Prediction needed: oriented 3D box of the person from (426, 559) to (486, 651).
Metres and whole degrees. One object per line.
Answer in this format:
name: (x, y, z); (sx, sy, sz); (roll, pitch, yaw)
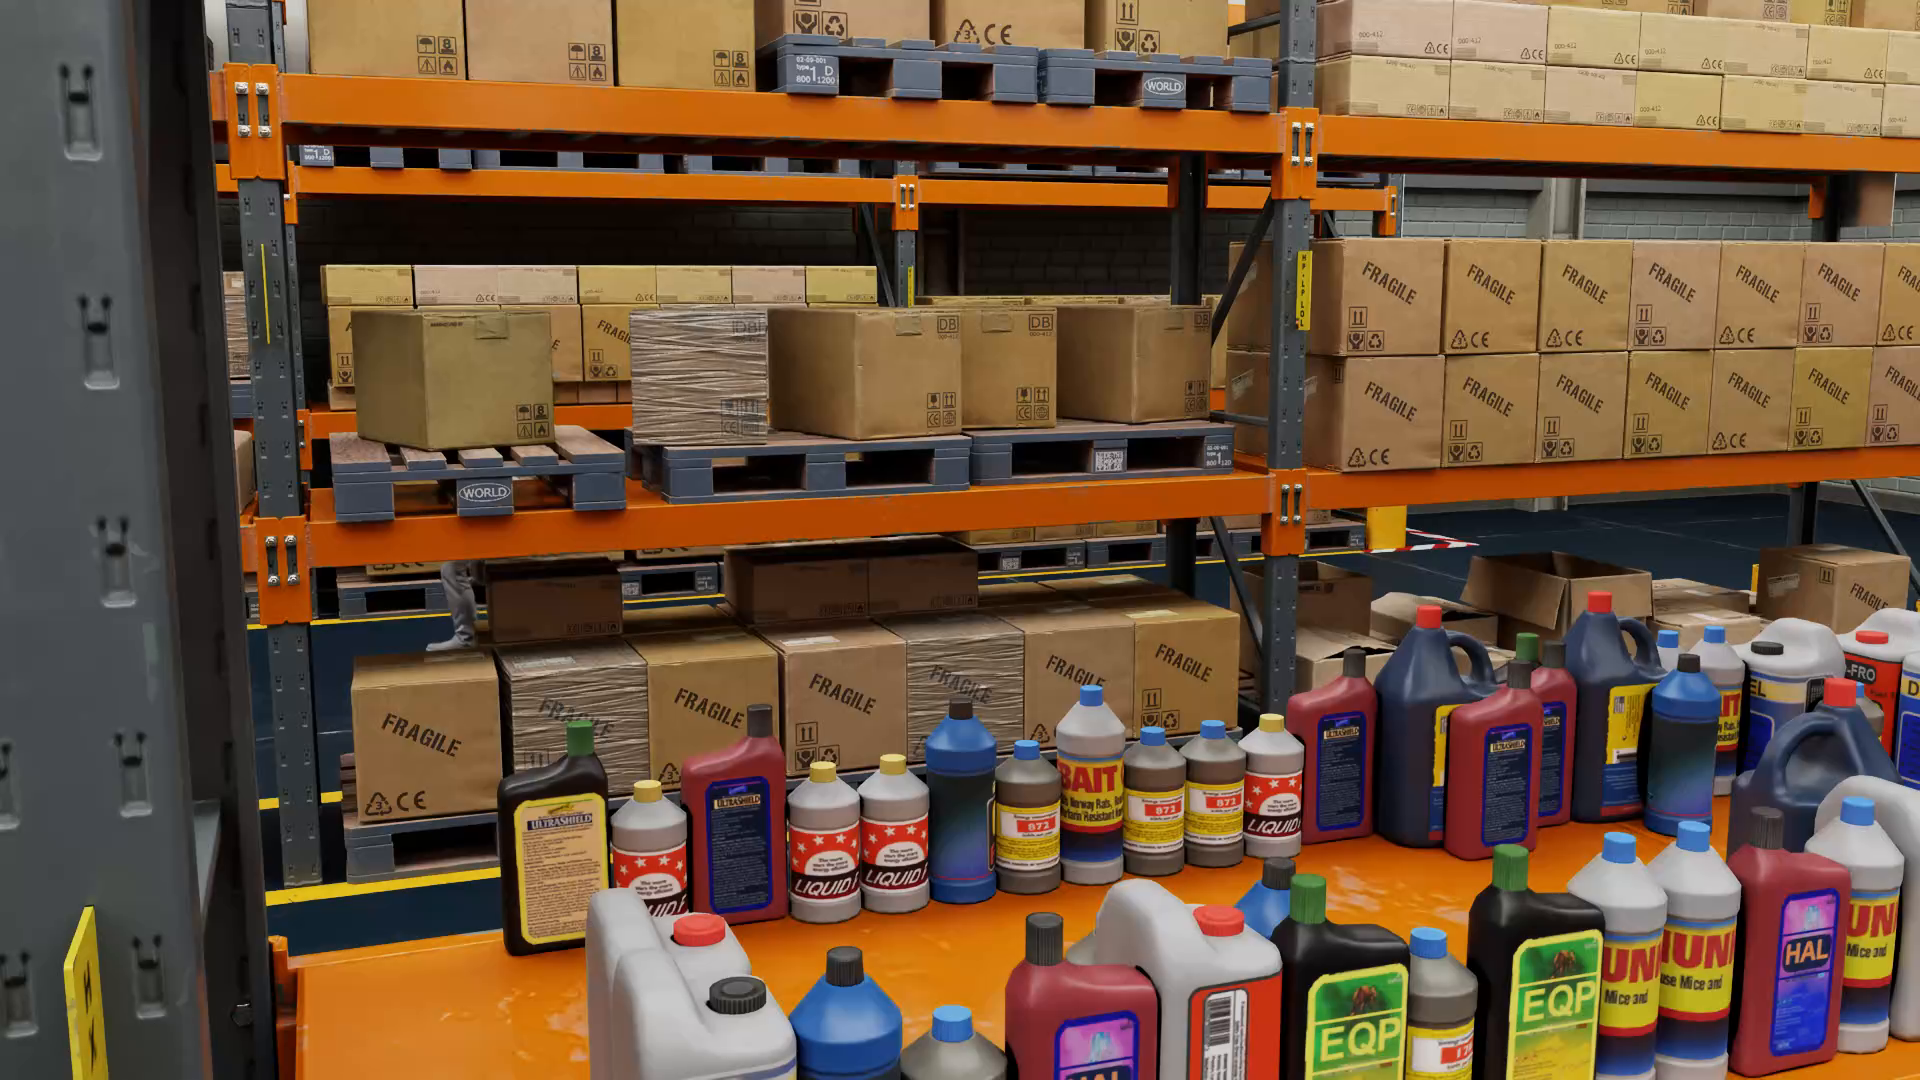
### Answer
person: (-2.709, -0.178, 9.330); (0.606, 1.642, 0.511); (-1, 9, -3)
